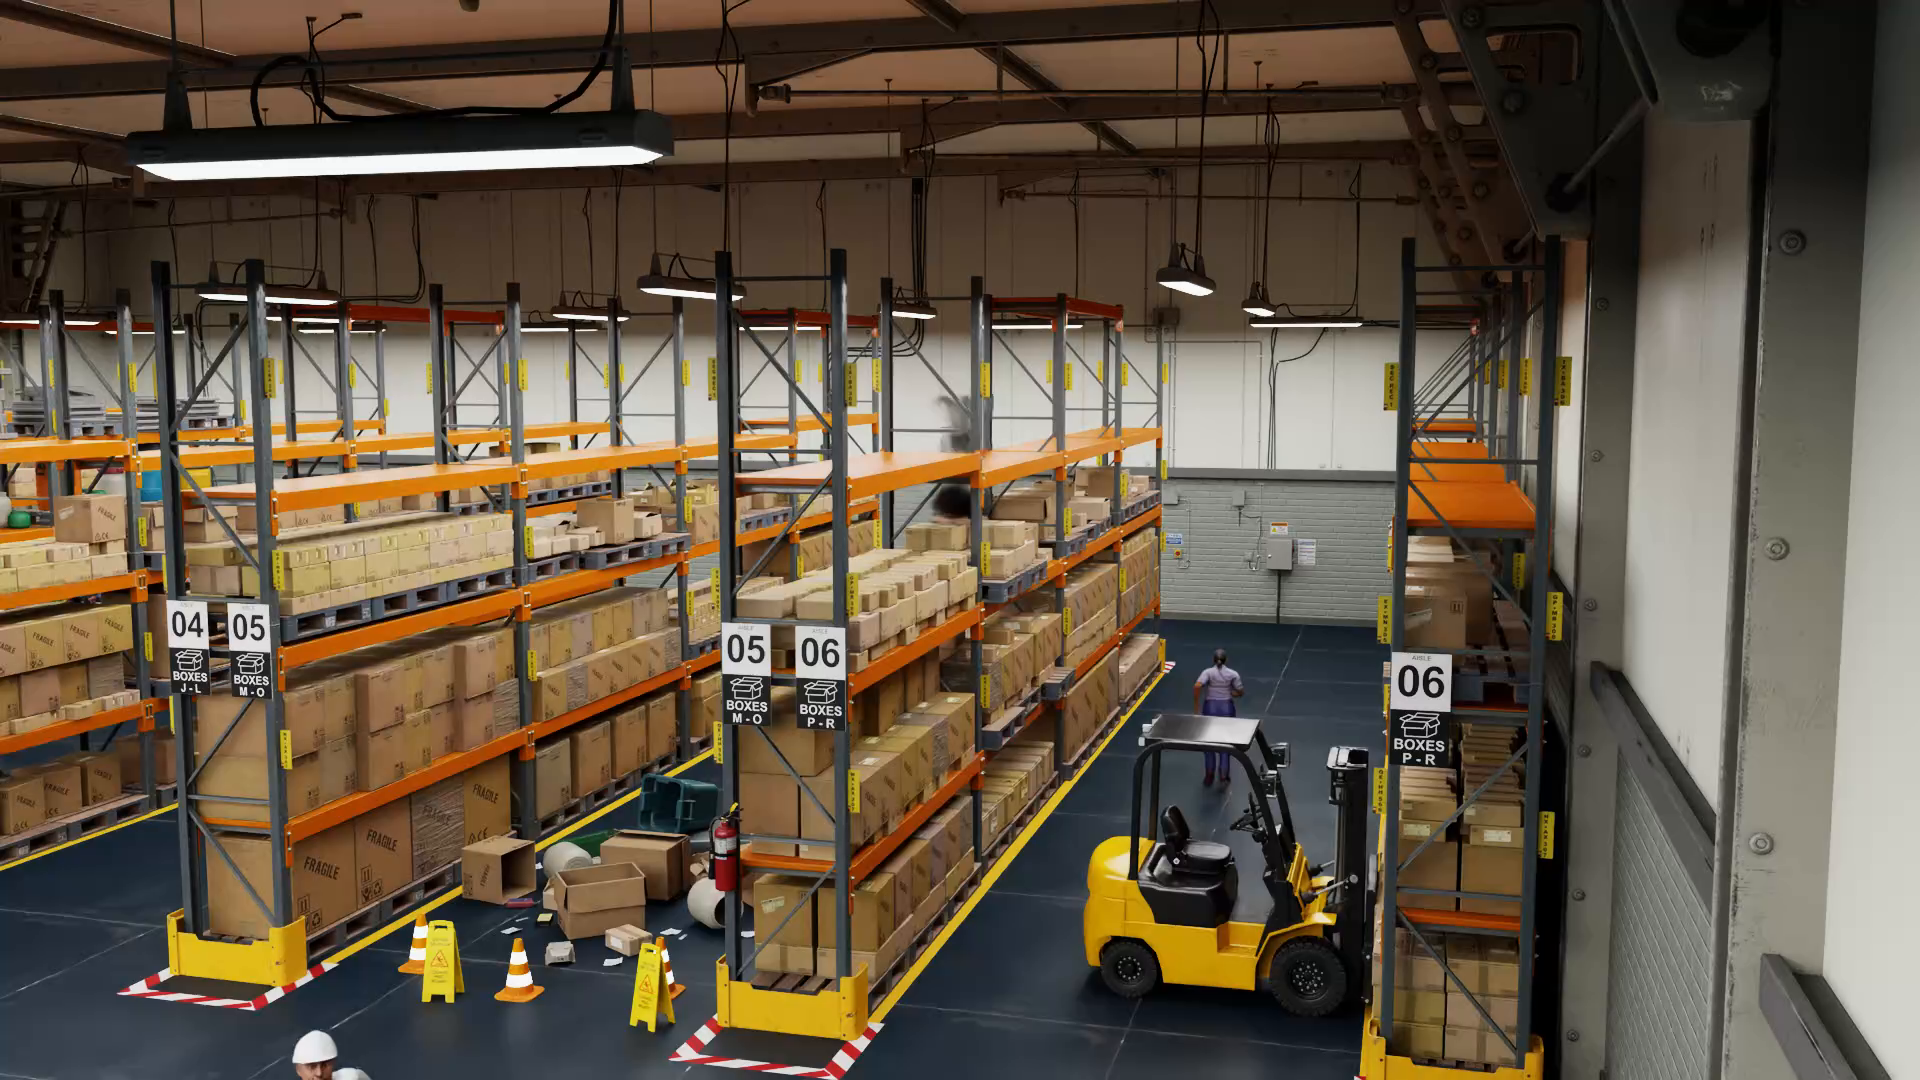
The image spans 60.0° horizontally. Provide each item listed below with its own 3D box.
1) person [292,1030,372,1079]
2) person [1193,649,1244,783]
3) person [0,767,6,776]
[{"bbox_3d":[-3.255,3.372,8.483,0.666,1.832,0.893,-3,7,-26],"label":"person"},{"bbox_3d":[3.181,2.202,20.482,0.616,1.725,0.751,1,6,10],"label":"person"},{"bbox_3d":[-11.452,2.240,19.449,0.641,1.768,0.915,1,6,7],"label":"person"}]
